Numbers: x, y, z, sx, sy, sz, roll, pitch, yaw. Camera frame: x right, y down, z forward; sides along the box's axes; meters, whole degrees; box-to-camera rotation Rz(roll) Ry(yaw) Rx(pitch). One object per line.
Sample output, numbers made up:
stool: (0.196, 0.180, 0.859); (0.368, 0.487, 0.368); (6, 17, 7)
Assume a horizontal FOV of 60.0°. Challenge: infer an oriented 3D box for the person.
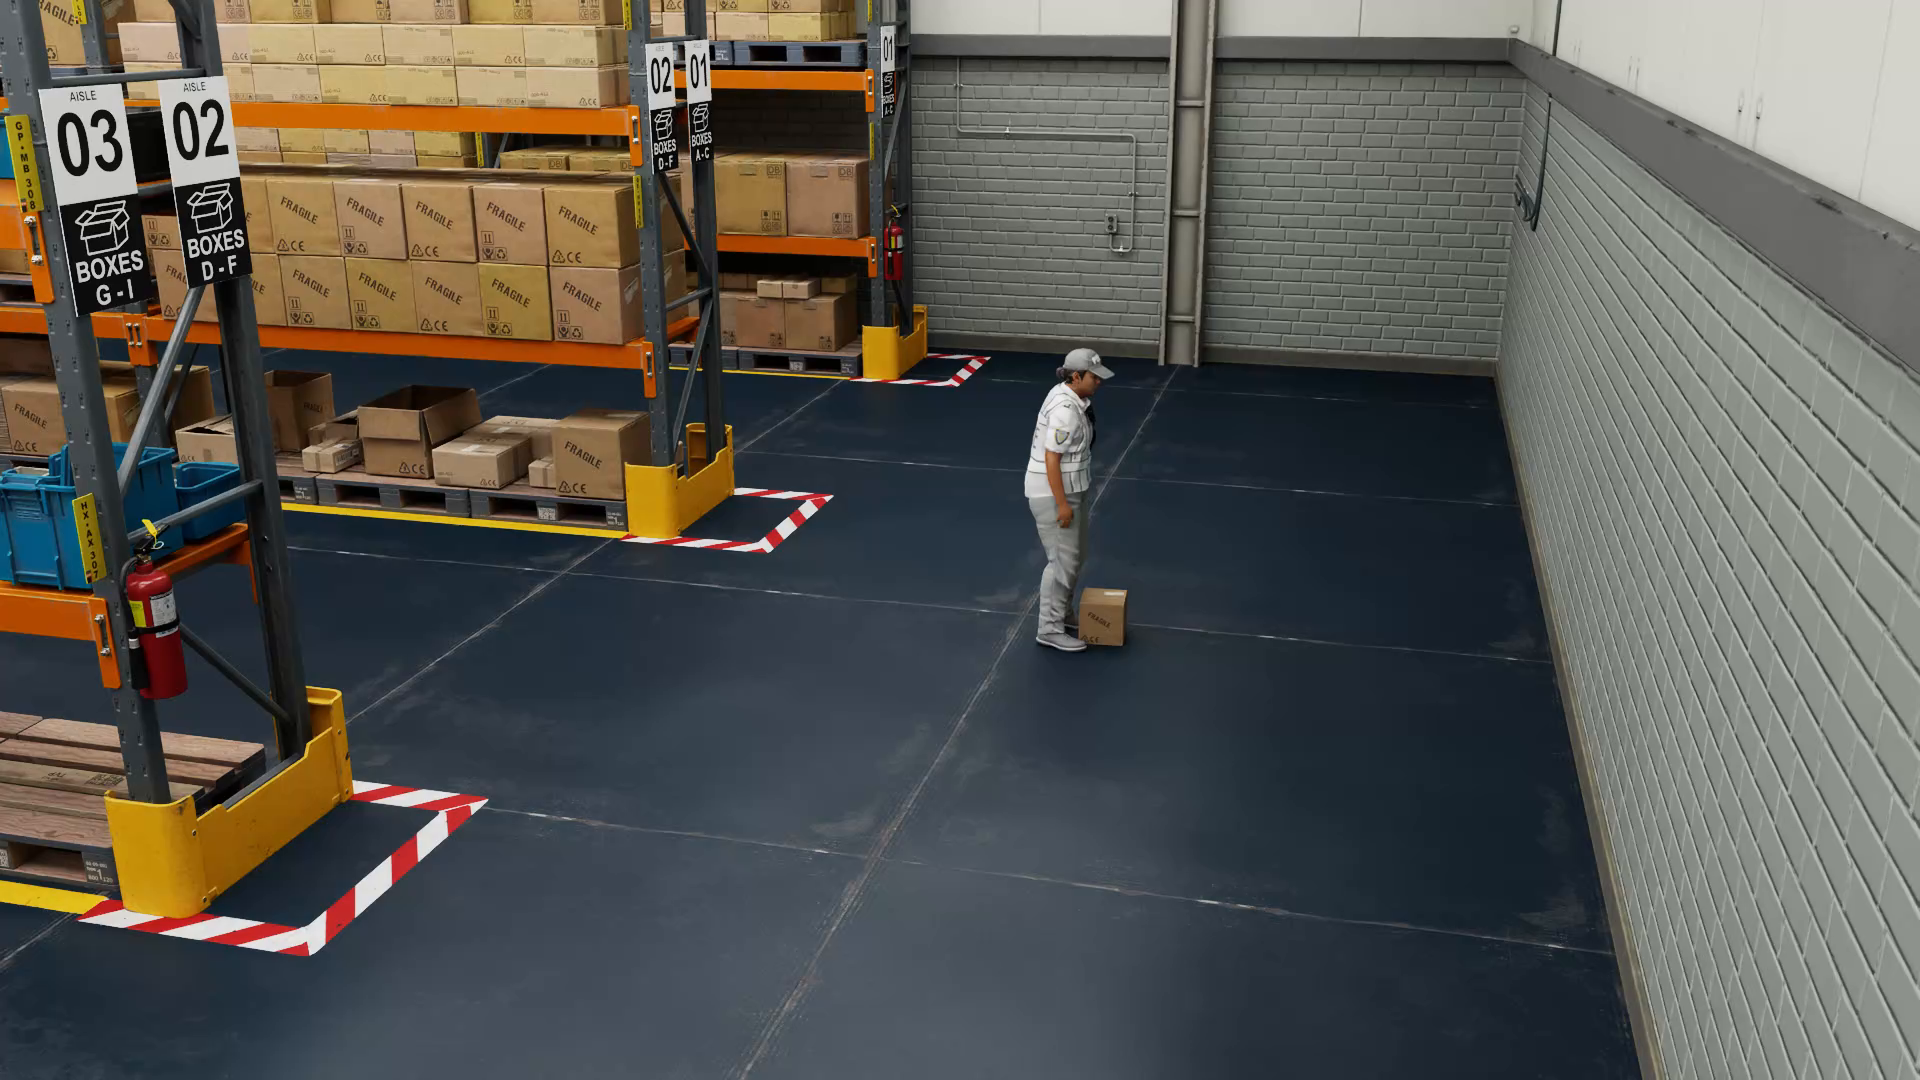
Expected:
person: (0.606, -0.249, 9.297); (0.473, 1.666, 0.548); (4, 19, 13)
